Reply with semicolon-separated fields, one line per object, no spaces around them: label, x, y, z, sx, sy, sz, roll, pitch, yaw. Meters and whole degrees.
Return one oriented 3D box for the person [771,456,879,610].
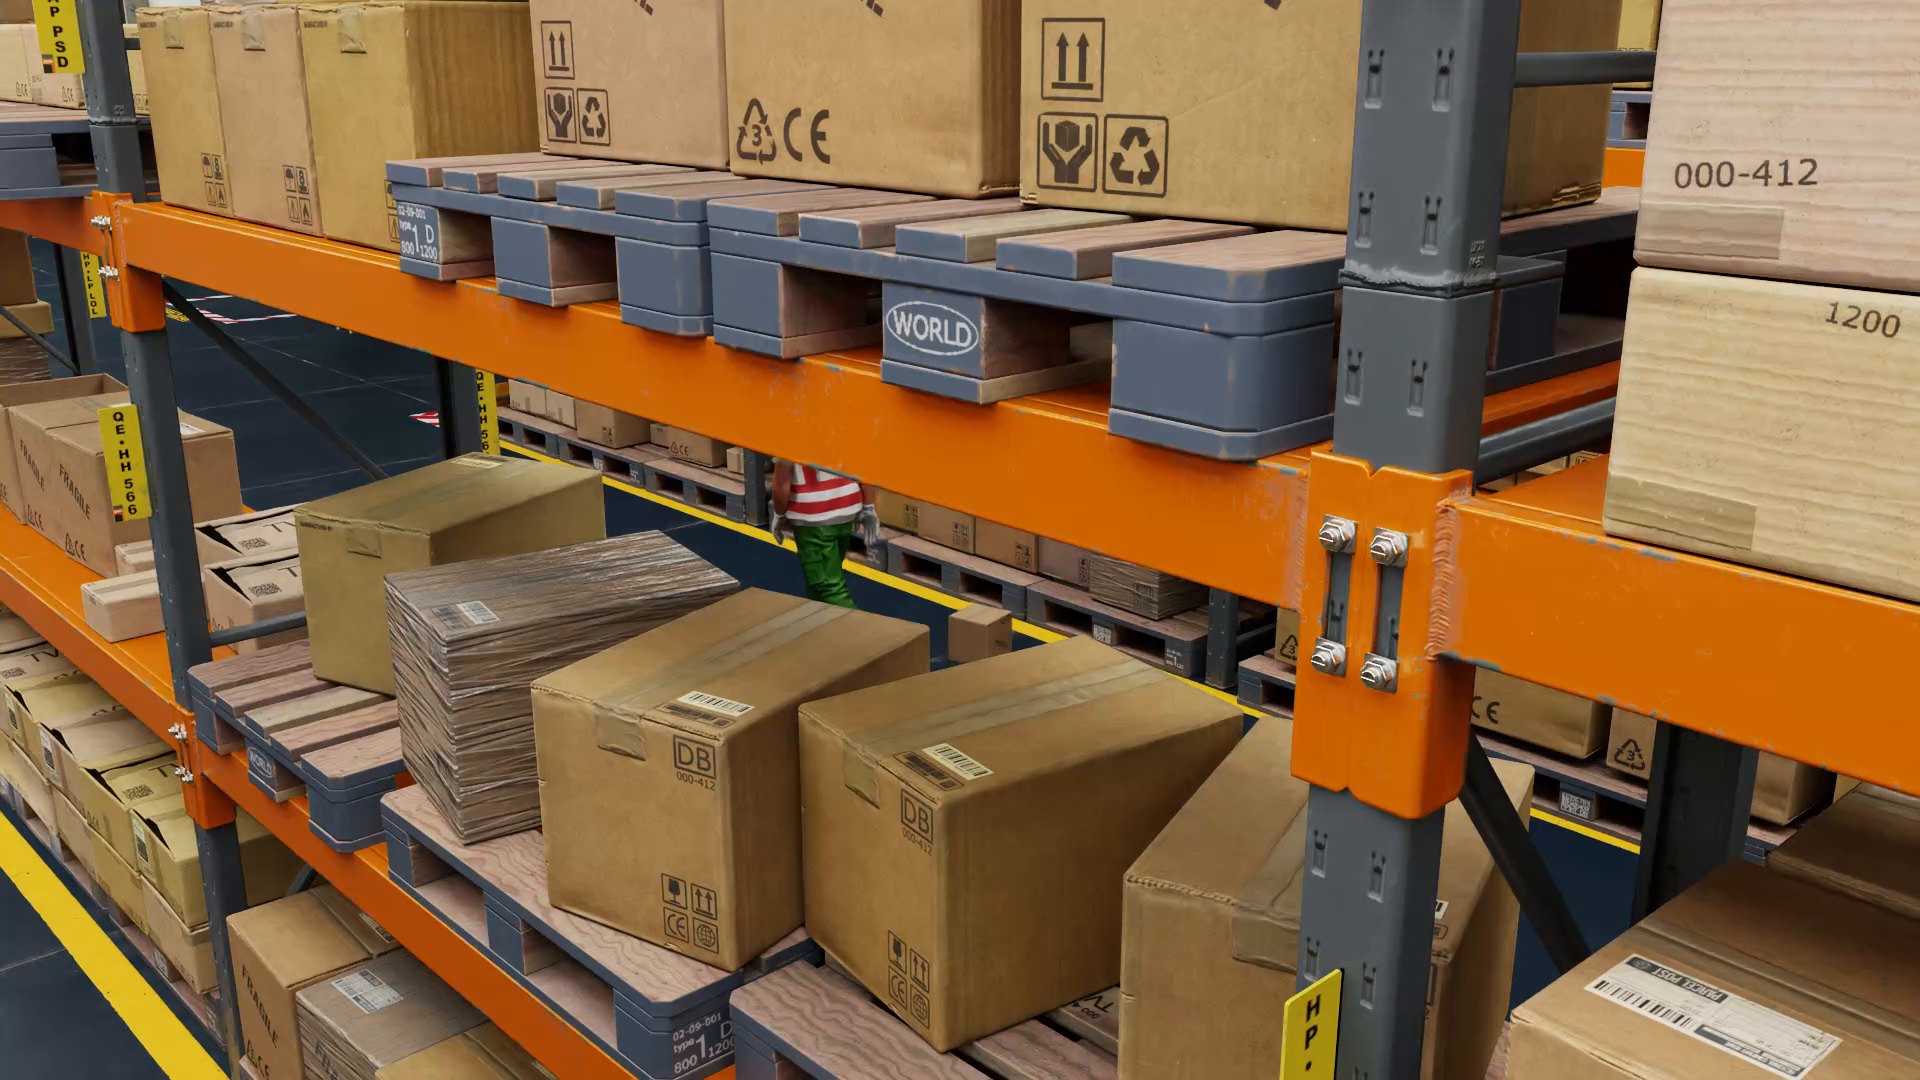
person;-0.709;-0.128;8.418;0.543;1.749;1.043;-16;23;-41
